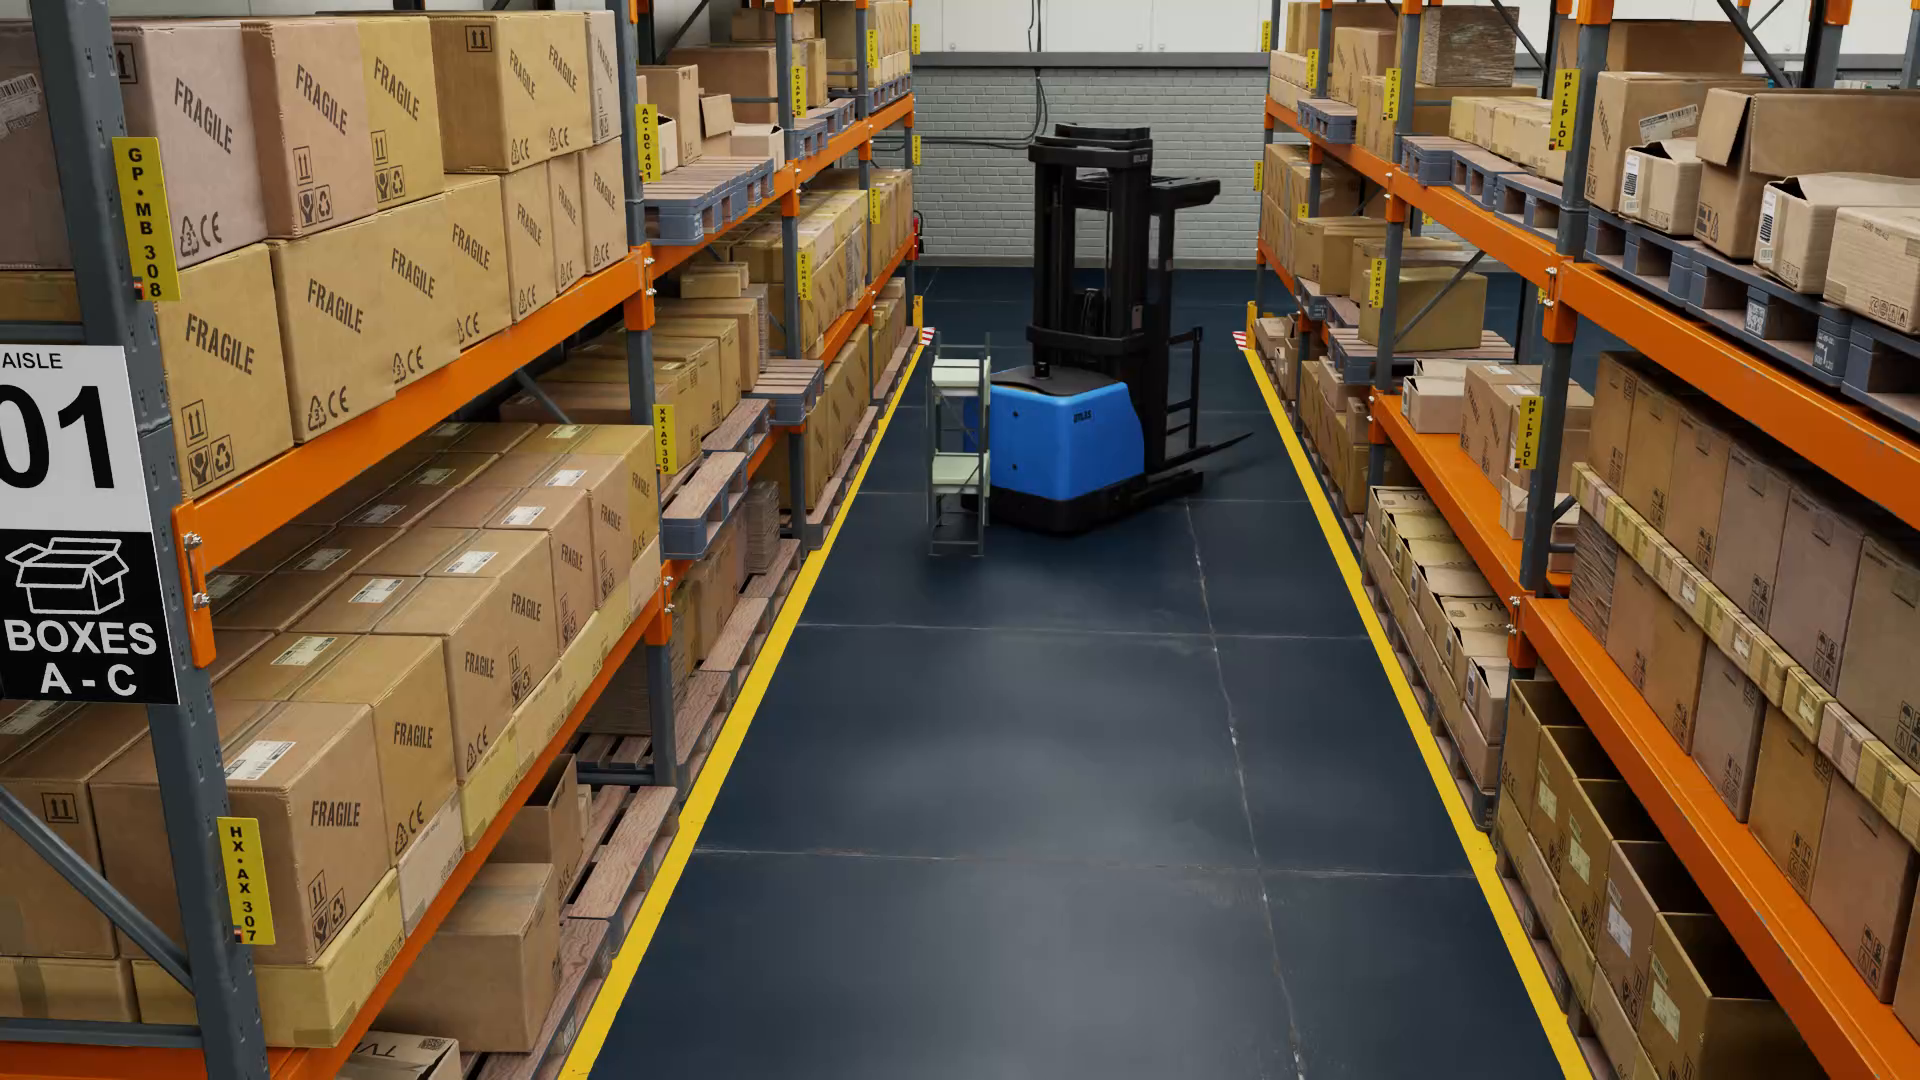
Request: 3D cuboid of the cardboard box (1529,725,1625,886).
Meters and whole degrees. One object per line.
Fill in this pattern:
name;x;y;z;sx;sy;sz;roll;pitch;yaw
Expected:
cardboard box;2.671;1.095;6.802;0.500;0.500;0.500;1;18;4

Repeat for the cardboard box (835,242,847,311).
cardboard box;-1.207;-2.122;13.412;0.500;0.500;0.500;2;18;5

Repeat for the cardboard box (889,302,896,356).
cardboard box;-1.058;-2.265;17.859;0.700;0.500;0.500;1;18;2

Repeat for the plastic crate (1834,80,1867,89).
plastic crate;8.379;-4.251;15.953;0.437;0.282;0.530;1;18;4

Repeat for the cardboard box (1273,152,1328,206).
cardboard box;3.539;-3.748;17.279;0.500;0.500;0.500;2;18;5

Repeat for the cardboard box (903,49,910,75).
cardboard box;-0.824;-5.153;17.920;0.500;0.250;0.500;2;18;6

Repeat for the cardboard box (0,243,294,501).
cardboard box;-1.910;-0.396;3.805;0.500;0.500;0.500;2;18;5

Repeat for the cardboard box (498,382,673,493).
cardboard box;-1.826;-0.472;8.178;0.700;0.500;0.500;1;18;4

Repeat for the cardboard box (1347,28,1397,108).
cardboard box;3.483;-3.790;13.360;0.600;0.600;0.600;1;18;3

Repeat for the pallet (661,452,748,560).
pallet;-1.697;-0.201;8.527;1.003;0.211;1.213;1;18;4

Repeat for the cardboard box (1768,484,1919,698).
cardboard box;2.876;0.149;4.908;0.700;0.500;0.500;1;18;4

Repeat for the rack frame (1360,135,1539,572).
rack frame;3.331;-1.191;11.240;1.000;3.000;0.127;1;18;4

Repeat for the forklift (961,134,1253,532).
forklift;1.345;-1.807;13.334;1.129;2.867;3.031;15;23;38

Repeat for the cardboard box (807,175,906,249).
cardboard box;-1.104;-3.543;17.935;0.980;0.700;0.700;1;18;3

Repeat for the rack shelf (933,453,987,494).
rack shelf;-0.006;-0.492;12.248;0.368;0.124;0.686;1;18;4

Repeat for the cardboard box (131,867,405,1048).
cardboard box;-1.832;1.102;4.452;0.500;0.250;0.500;1;18;2

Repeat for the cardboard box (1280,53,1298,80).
cardboard box;3.536;-4.803;16.884;0.500;0.250;0.500;1;18;4

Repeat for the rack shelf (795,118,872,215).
rack shelf;-1.466;-3.005;13.114;1.077;0.370;4.000;1;18;4

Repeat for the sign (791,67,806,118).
sign;-1.069;-2.959;10.987;0.100;0.325;0.005;1;18;4

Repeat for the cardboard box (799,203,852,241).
cardboard box;-1.184;-2.629;13.756;0.500;0.250;0.500;2;18;5

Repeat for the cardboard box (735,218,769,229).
cardboard box;-1.755;-2.322;12.816;0.500;0.250;0.500;1;18;3

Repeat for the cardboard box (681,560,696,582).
cardboard box;-1.799;0.037;9.596;0.500;0.250;0.500;1;18;2

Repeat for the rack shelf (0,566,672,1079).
rack shelf;-2.040;0.905;5.999;1.077;0.370;4.000;1;18;4

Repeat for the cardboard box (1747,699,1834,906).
cardboard box;2.878;0.784;5.051;0.700;0.500;0.500;1;18;4

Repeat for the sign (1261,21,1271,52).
sign;3.364;-5.528;18.256;0.100;0.325;0.005;1;18;4

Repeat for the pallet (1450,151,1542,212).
pallet;3.295;-1.966;9.093;1.003;0.211;1.213;2;18;6

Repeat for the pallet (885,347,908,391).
pallet;-1.106;-1.832;17.674;1.003;0.211;1.213;1;18;4

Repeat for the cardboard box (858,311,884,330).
cardboard box;-0.961;-2.195;16.602;0.380;0.149;0.250;2;18;6

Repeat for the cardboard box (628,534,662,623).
cardboard box;-1.628;0.158;7.333;0.500;0.250;0.500;1;18;4

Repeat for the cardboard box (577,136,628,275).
cardboard box;-1.686;-1.377;6.799;0.500;0.500;0.500;2;18;5

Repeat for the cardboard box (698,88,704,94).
cardboard box;-1.891;-2.564;10.421;0.500;0.500;0.500;1;18;4

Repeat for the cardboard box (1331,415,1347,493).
cardboard box;3.202;-0.668;12.953;0.500;0.500;0.500;1;18;2

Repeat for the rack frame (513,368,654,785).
rack frame;-1.893;-0.058;7.782;0.949;2.616;0.053;1;18;4

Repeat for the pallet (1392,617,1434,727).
pallet;3.143;0.767;9.743;1.003;0.211;1.213;1;18;4

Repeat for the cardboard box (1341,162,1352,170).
cardboard box;4.006;-3.416;16.264;0.500;0.500;0.500;1;18;2

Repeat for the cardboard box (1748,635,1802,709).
cardboard box;2.687;0.413;5.143;0.380;0.149;0.250;2;18;5

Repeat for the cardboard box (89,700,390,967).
cardboard box;-1.849;0.748;4.326;0.500;0.500;0.500;1;18;4

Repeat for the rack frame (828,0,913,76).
rack frame;-1.036;-6.636;18.222;1.000;3.000;0.127;1;18;4

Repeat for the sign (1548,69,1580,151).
sign;2.503;-1.778;6.880;0.100;0.325;0.005;1;18;4

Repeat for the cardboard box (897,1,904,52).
cardboard box;-0.863;-5.354;17.329;0.500;0.500;0.500;2;18;6

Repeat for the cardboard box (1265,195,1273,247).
cardboard box;3.578;-3.431;17.915;0.500;0.500;0.500;1;18;3

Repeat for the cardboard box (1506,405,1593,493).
cardboard box;3.154;-0.398;8.659;0.500;0.500;0.500;3;18;8

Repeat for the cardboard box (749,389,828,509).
cardboard box;-1.426;-0.704;12.531;0.750;0.750;0.750;1;18;3

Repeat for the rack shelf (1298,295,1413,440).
rack shelf;3.475;-1.470;13.247;1.077;0.370;4.000;1;18;4

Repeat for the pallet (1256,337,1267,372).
pallet;3.843;-2.079;18.429;1.003;0.211;1.213;1;18;4

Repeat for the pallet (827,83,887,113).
pallet;-1.254;-4.180;15.687;1.003;0.211;1.213;1;18;4

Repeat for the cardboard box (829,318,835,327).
cardboard box;-1.230;-1.845;13.609;0.380;0.149;0.250;2;18;6

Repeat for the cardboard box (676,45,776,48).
cardboard box;-1.647;-3.300;11.992;0.700;0.500;0.500;0;18;1

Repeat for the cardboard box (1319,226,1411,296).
cardboard box;3.375;-2.323;13.860;0.700;0.500;0.500;4;19;13

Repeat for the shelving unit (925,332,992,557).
shelving unit;-0.005;-0.709;12.177;0.431;1.500;0.755;1;18;4

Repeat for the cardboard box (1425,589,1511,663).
cardboard box;2.857;0.443;9.094;0.500;0.311;0.500;1;18;4

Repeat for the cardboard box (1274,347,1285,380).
cardboard box;3.430;-1.781;16.652;0.500;0.311;0.500;1;18;4

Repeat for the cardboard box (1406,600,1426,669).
cardboard box;2.897;0.549;9.670;0.500;0.250;0.500;2;18;5

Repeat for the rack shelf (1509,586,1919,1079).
rack shelf;2.901;1.015;5.665;1.077;0.370;4.000;1;18;4

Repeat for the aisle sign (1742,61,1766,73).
aisle sign;8.554;-4.828;18.165;0.394;0.787;0.004;1;18;4

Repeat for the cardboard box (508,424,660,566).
cardboard box;-1.622;-0.199;7.217;0.500;0.500;0.500;1;18;4
